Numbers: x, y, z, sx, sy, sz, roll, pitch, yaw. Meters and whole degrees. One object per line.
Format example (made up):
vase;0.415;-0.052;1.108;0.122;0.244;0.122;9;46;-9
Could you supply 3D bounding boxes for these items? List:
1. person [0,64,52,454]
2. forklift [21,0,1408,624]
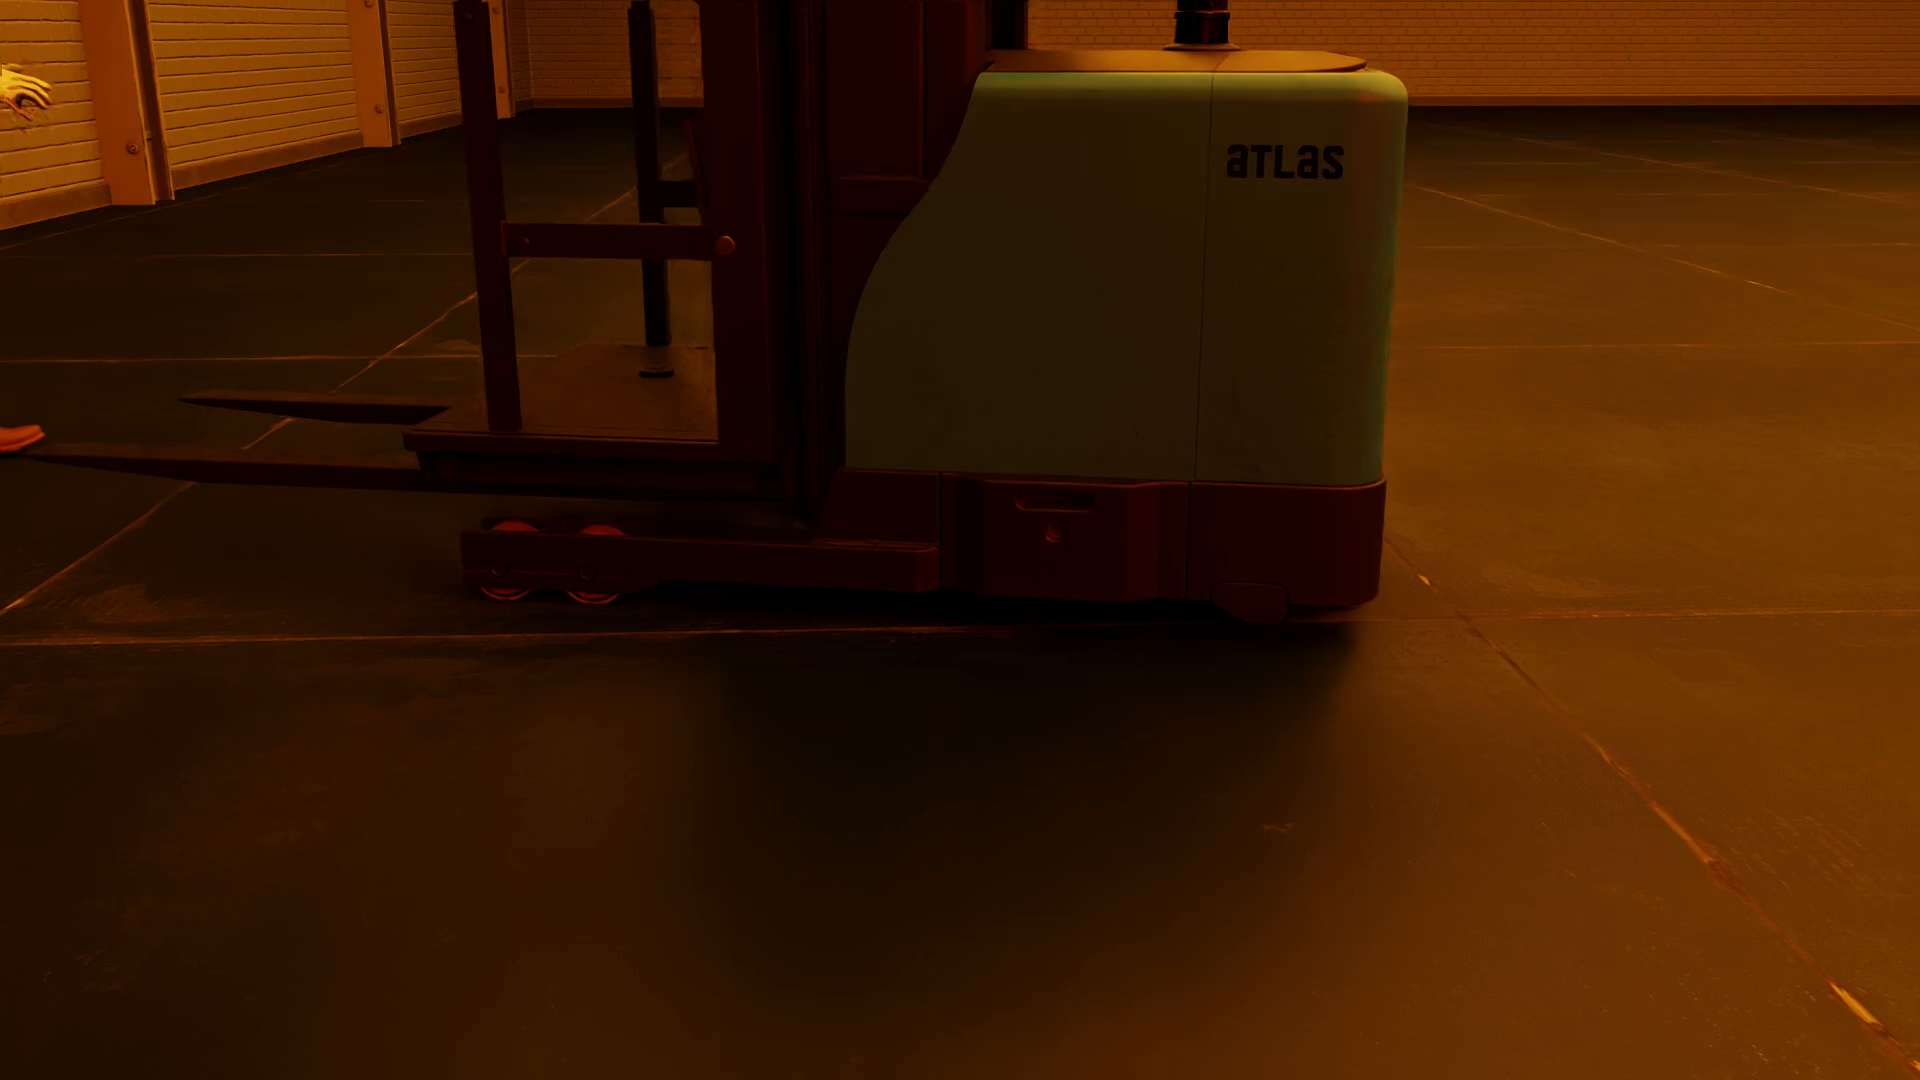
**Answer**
person;-3.022;-1.085;4.804;0.774;1.564;1.006;-8;19;-26
forklift;-0.601;-1.415;3.533;3.031;2.935;1.130;3;17;8
